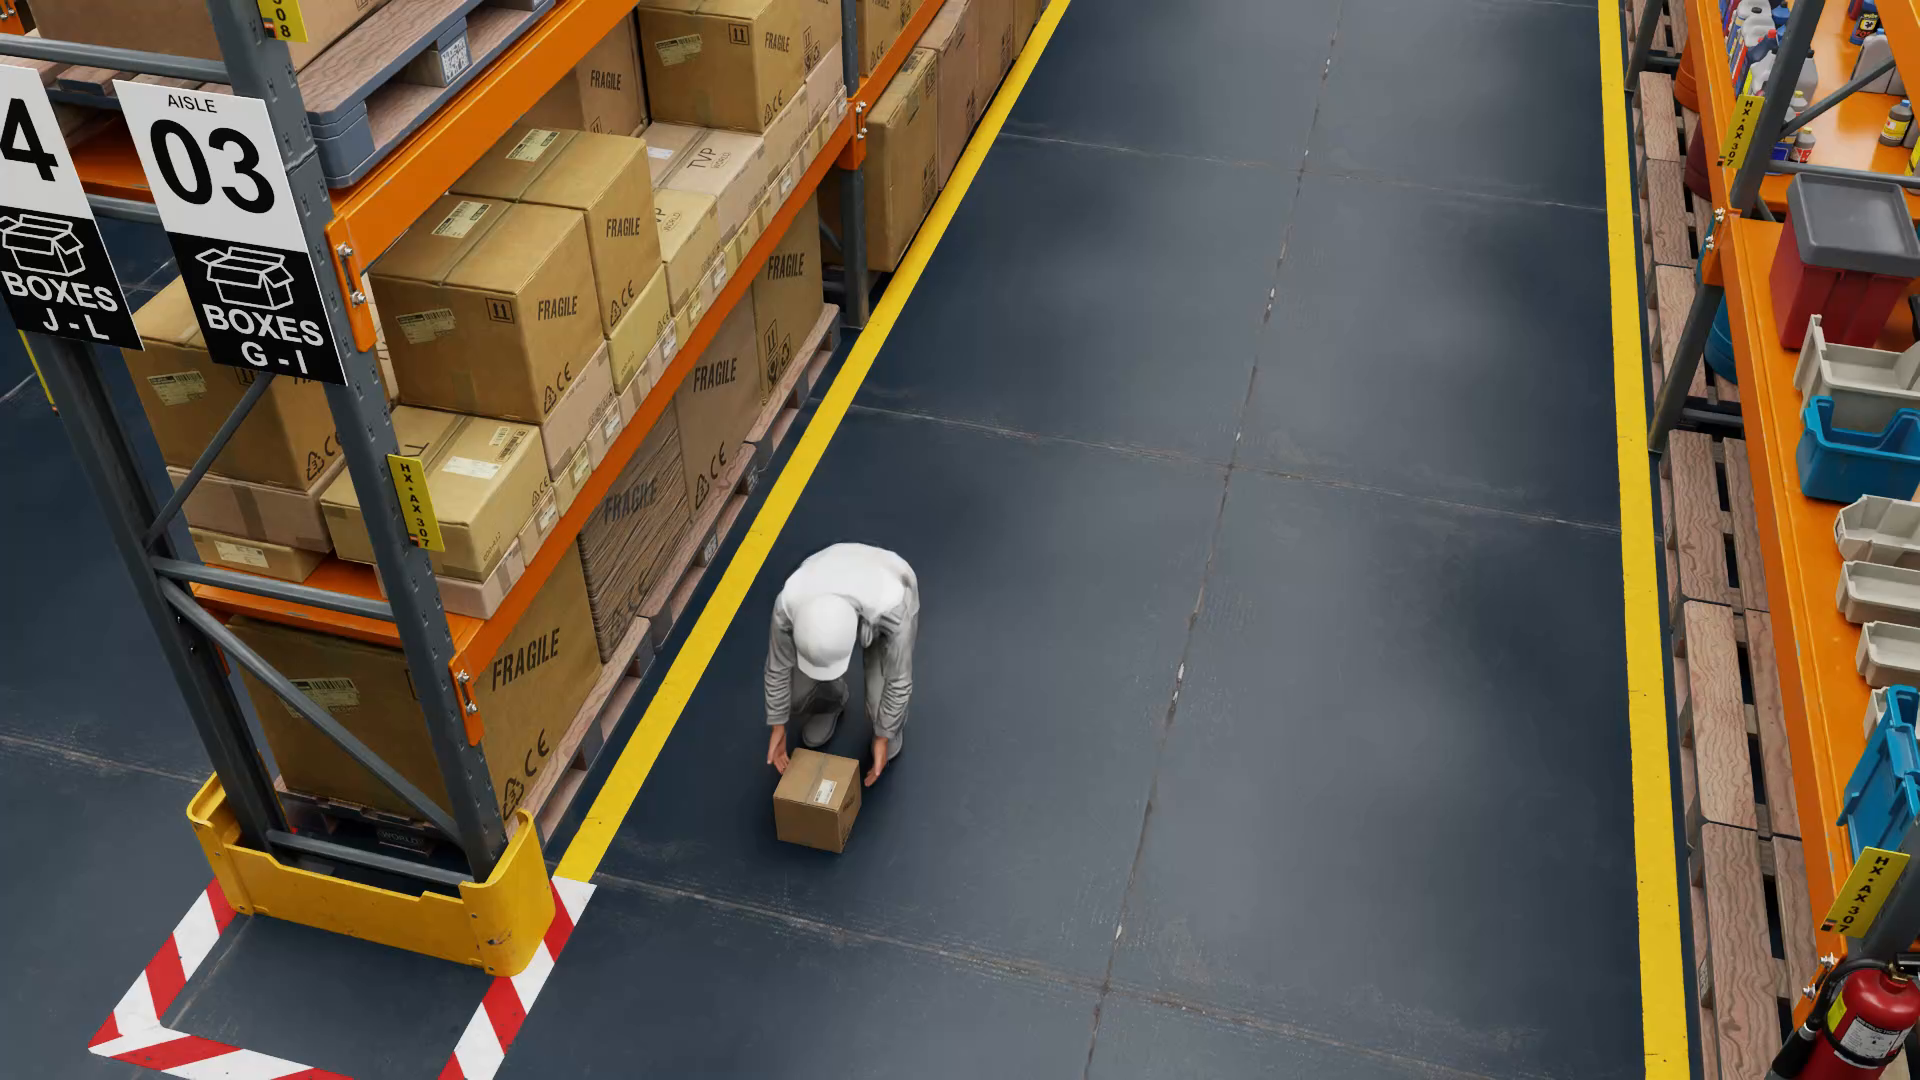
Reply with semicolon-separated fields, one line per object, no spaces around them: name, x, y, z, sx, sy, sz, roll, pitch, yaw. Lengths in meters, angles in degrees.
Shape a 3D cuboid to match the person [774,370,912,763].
person;-0.409;0.134;5.993;0.487;1.765;0.577;9;42;11
